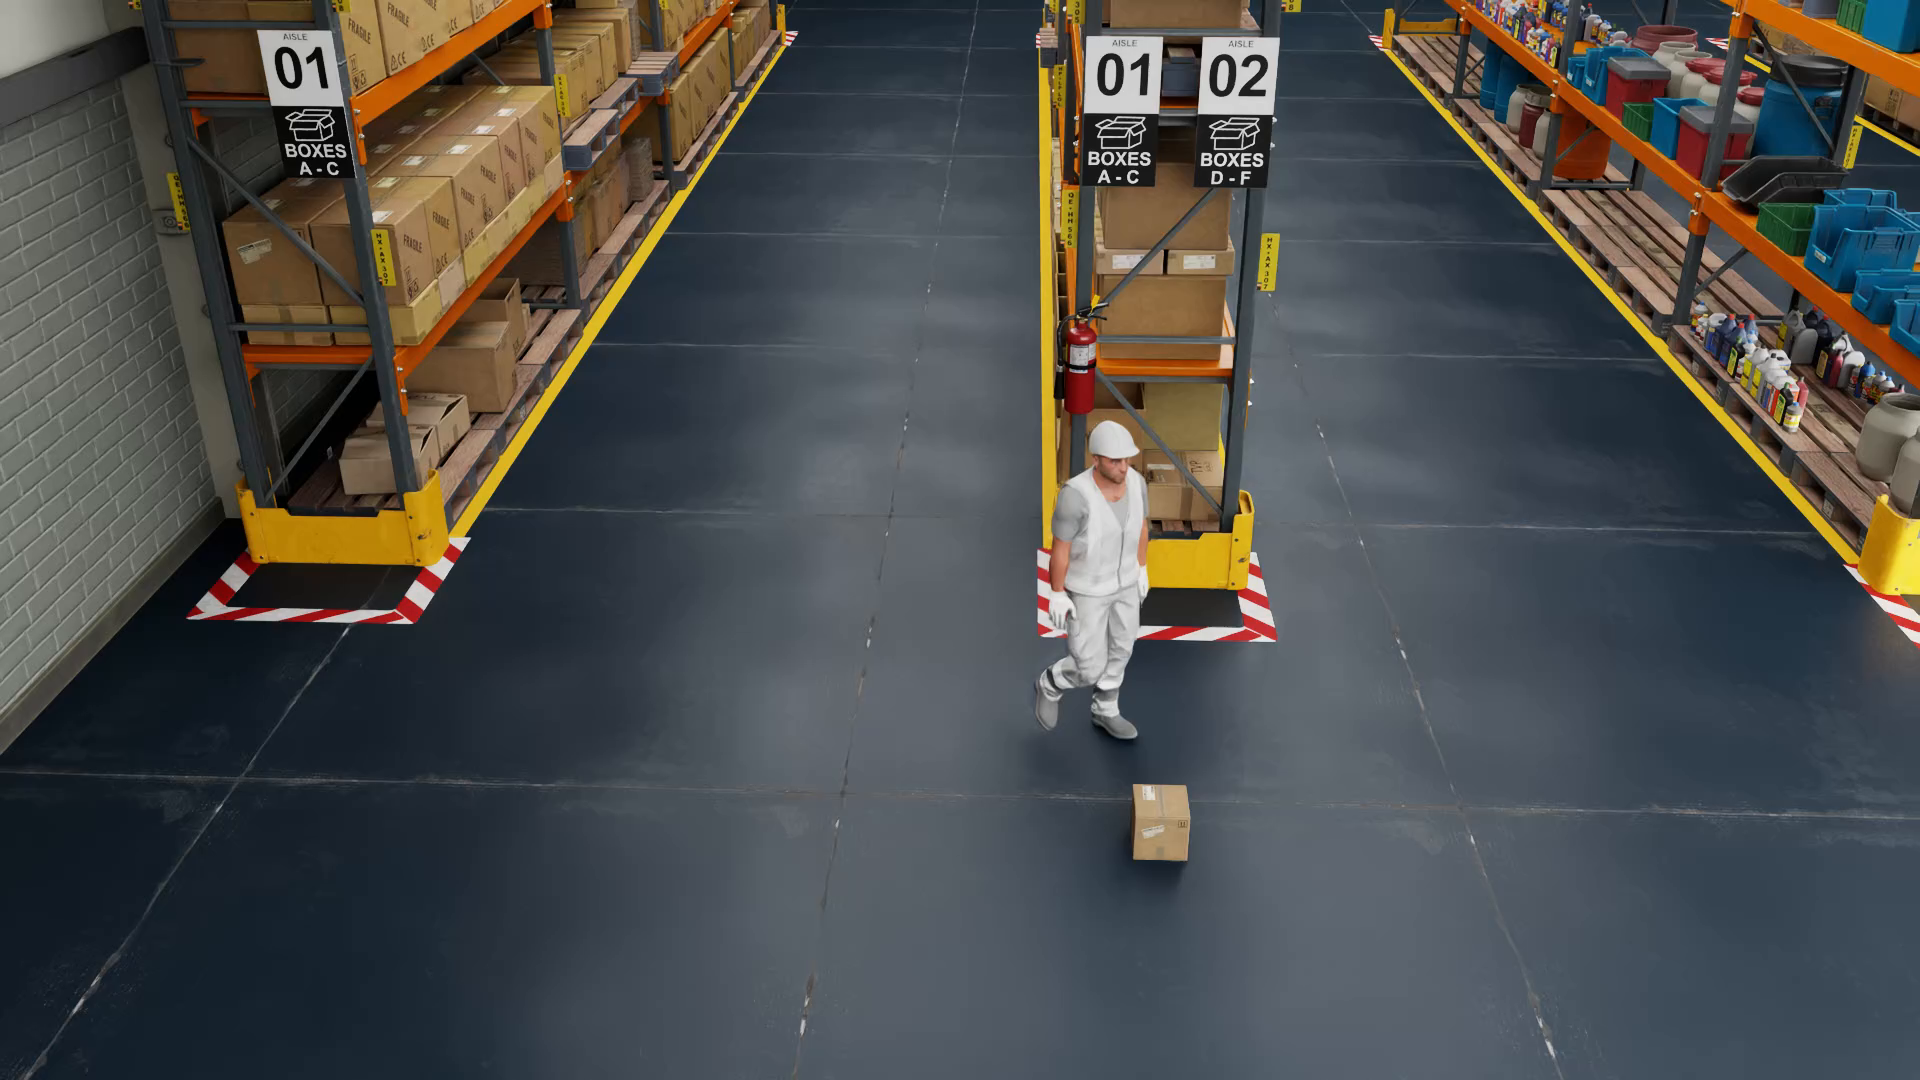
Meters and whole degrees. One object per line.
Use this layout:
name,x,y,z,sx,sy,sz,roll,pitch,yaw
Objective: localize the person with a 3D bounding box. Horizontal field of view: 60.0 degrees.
person,0.655,0.203,8.188,0.587,1.779,0.534,-20,33,-32
